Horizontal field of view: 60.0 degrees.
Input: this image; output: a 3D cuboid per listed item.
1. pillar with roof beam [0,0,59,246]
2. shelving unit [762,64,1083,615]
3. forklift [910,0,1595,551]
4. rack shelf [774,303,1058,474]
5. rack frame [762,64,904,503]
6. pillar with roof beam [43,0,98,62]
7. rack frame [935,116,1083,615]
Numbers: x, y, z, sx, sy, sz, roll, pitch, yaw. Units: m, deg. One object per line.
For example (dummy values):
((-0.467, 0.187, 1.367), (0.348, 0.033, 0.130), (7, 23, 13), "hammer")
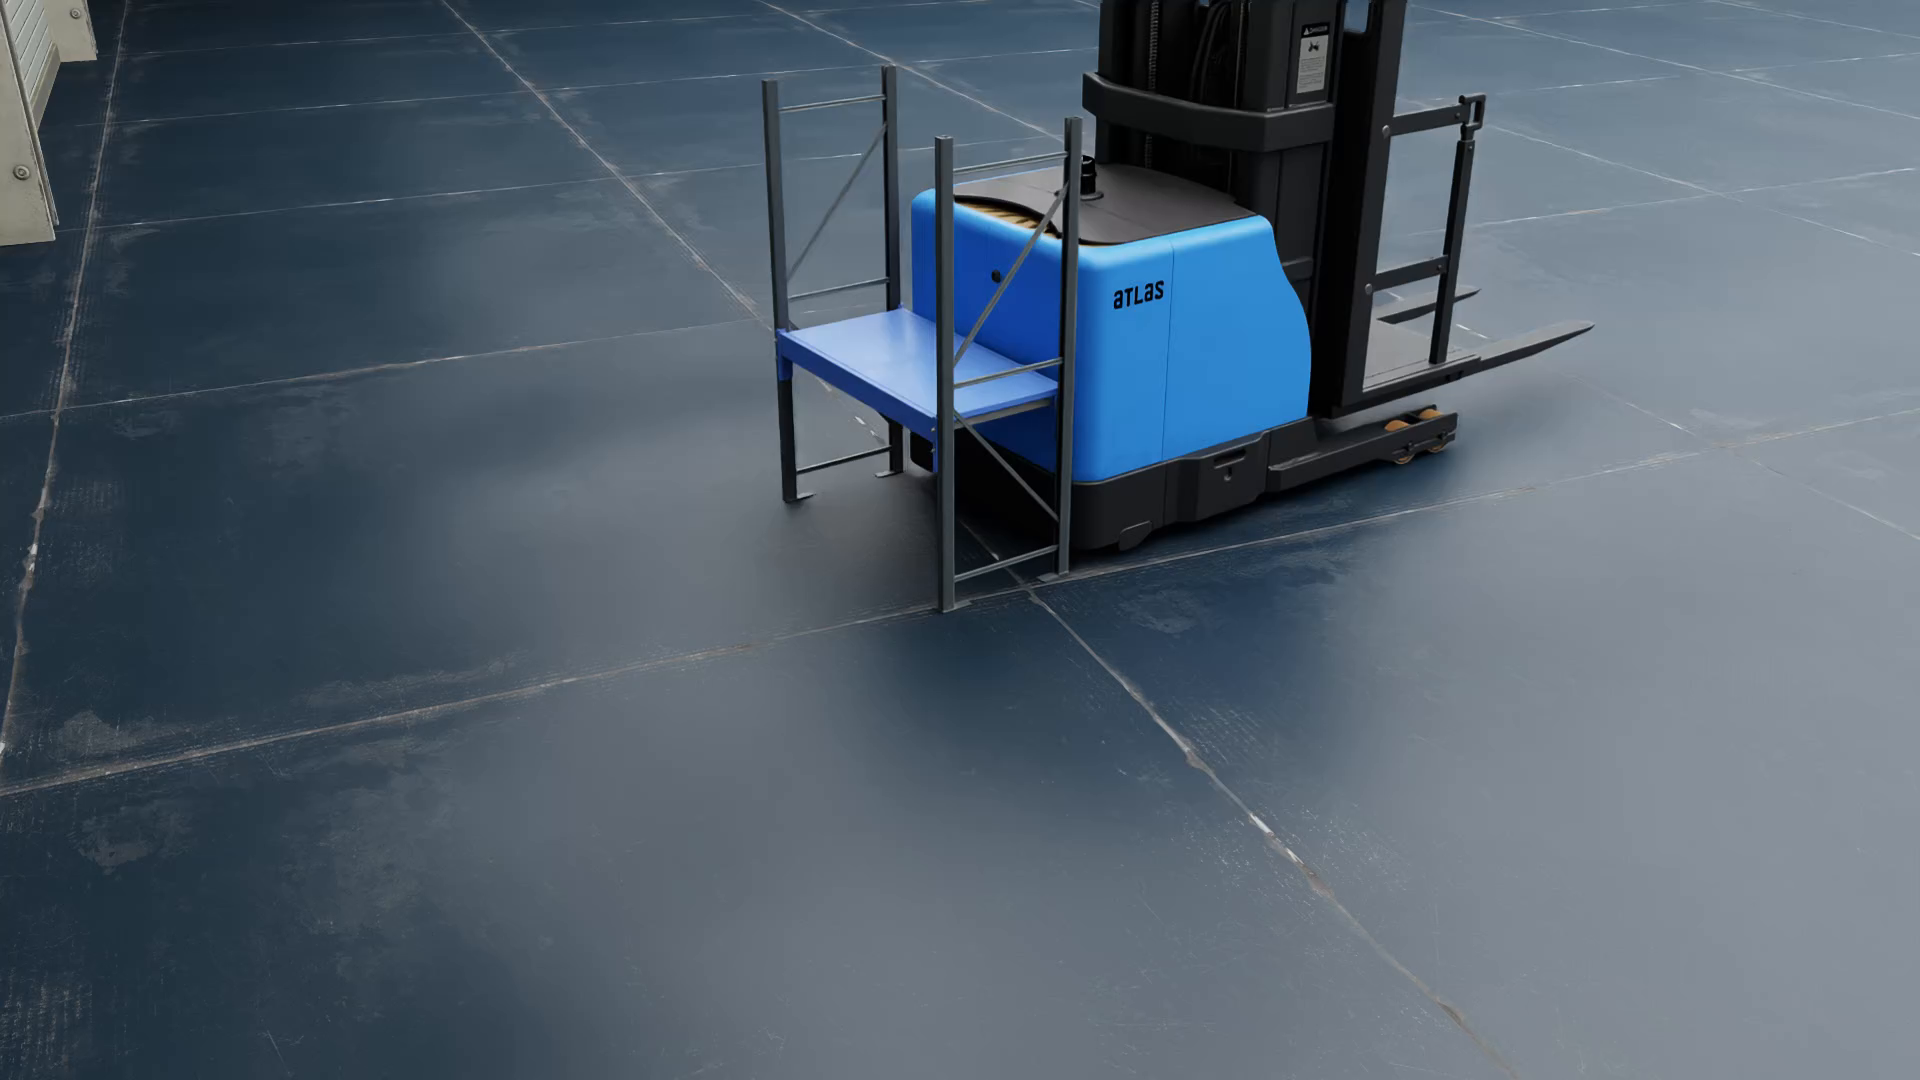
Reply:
((-1.219, -6.479, 8.762), (9.100, 9.000, 0.400), (-11, 28, -21), "pillar with roof beam")
((-0.142, -0.689, 5.452), (0.538, 1.500, 1.048), (-17, 31, -30), "shelving unit")
((1.308, -1.775, 6.045), (3.031, 2.935, 1.130), (-18, 31, -32), "forklift")
((-0.142, -0.527, 5.531), (0.538, 0.185, 1.000), (-17, 31, -30), "rack shelf")
((-0.428, -0.873, 5.829), (0.500, 1.500, 0.032), (-17, 31, -30), "rack frame")
((-3.569, -8.901, 13.723), (9.100, 9.000, 0.400), (-11, 28, -21), "pillar with roof beam")
((0.145, -0.505, 5.075), (0.500, 1.500, 0.032), (-17, 31, -30), "rack frame")
